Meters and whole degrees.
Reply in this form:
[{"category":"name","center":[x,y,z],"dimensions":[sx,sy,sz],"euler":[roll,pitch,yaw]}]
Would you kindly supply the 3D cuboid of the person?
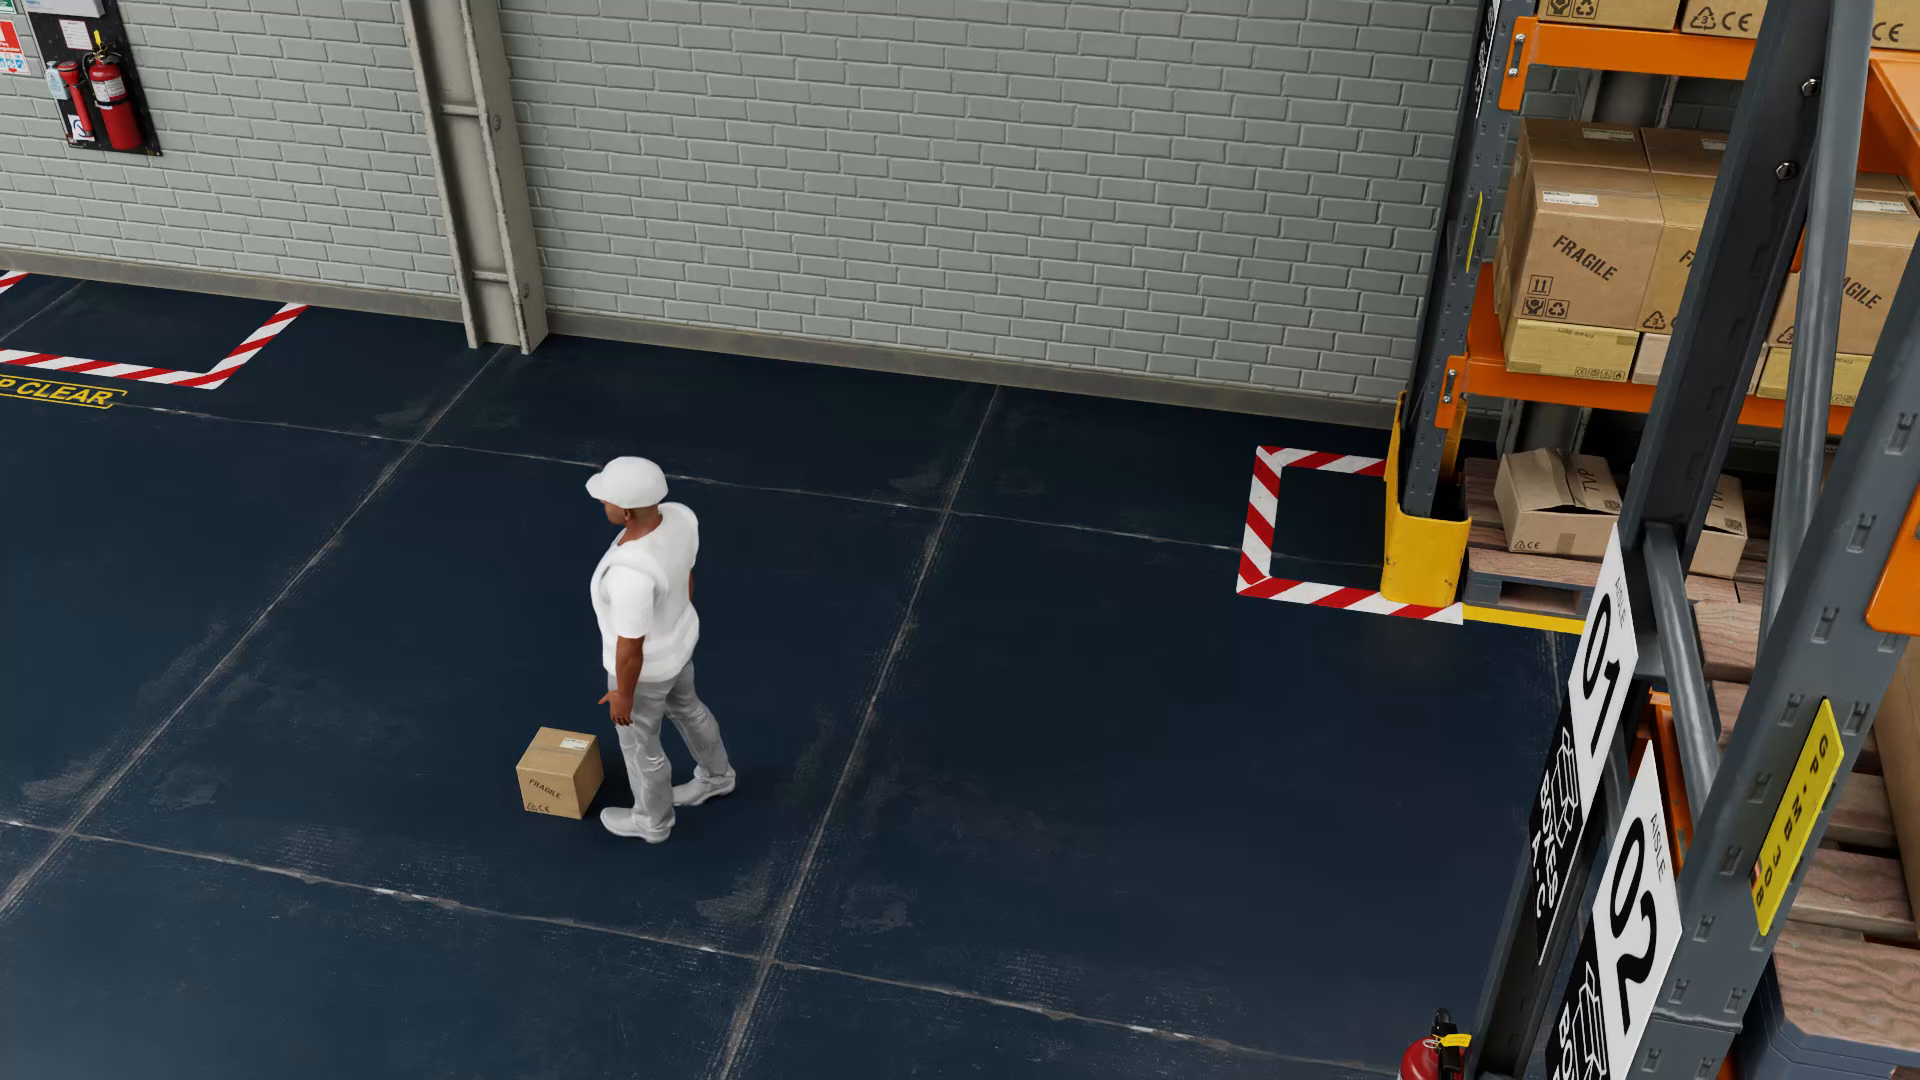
[{"category":"person","center":[-1.215,0.433,6.374],"dimensions":[0.489,1.788,0.577],"euler":[8,37,11]}]
